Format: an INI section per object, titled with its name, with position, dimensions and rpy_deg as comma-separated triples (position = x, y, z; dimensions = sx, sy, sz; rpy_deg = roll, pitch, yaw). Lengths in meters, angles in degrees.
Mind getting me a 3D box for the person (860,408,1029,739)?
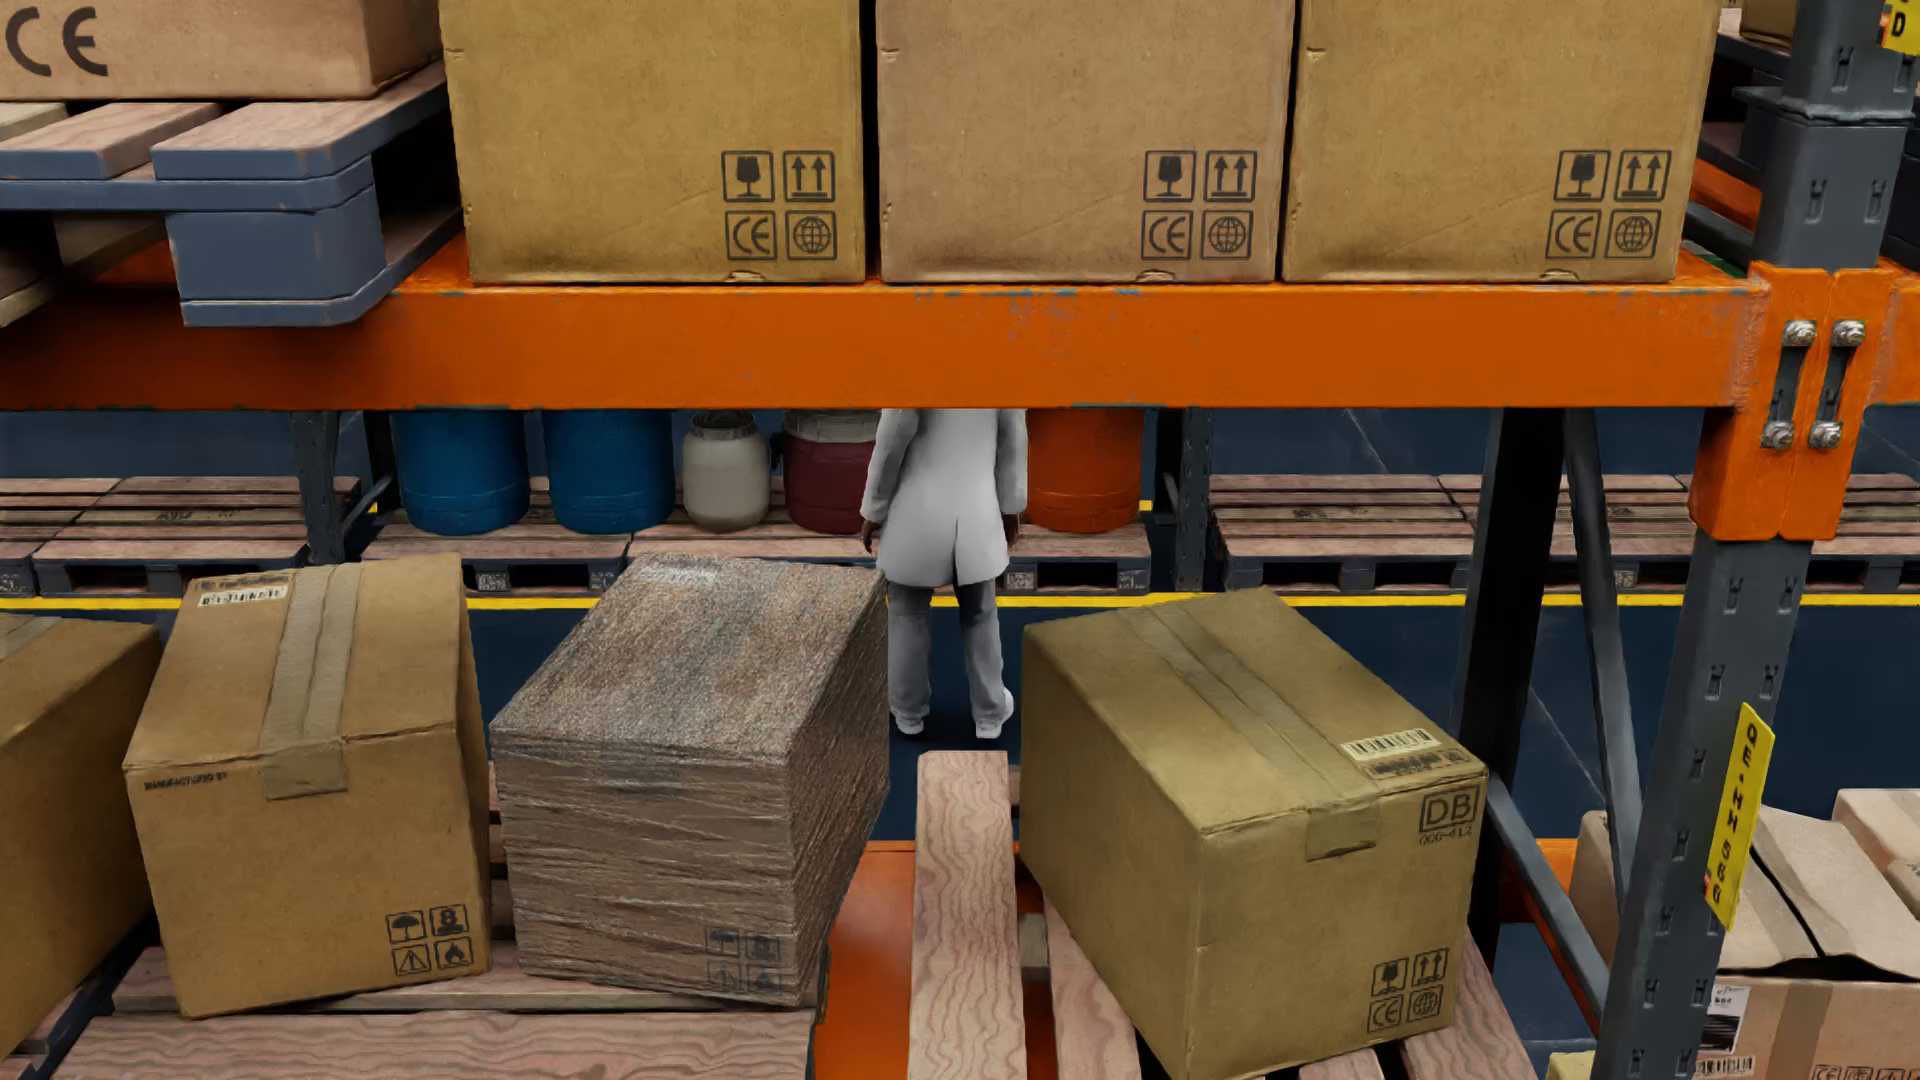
[person]
position = -0.075, -0.105, 6.285
dimensions = 0.647, 1.786, 0.520
rpy_deg = -9, 25, -20
